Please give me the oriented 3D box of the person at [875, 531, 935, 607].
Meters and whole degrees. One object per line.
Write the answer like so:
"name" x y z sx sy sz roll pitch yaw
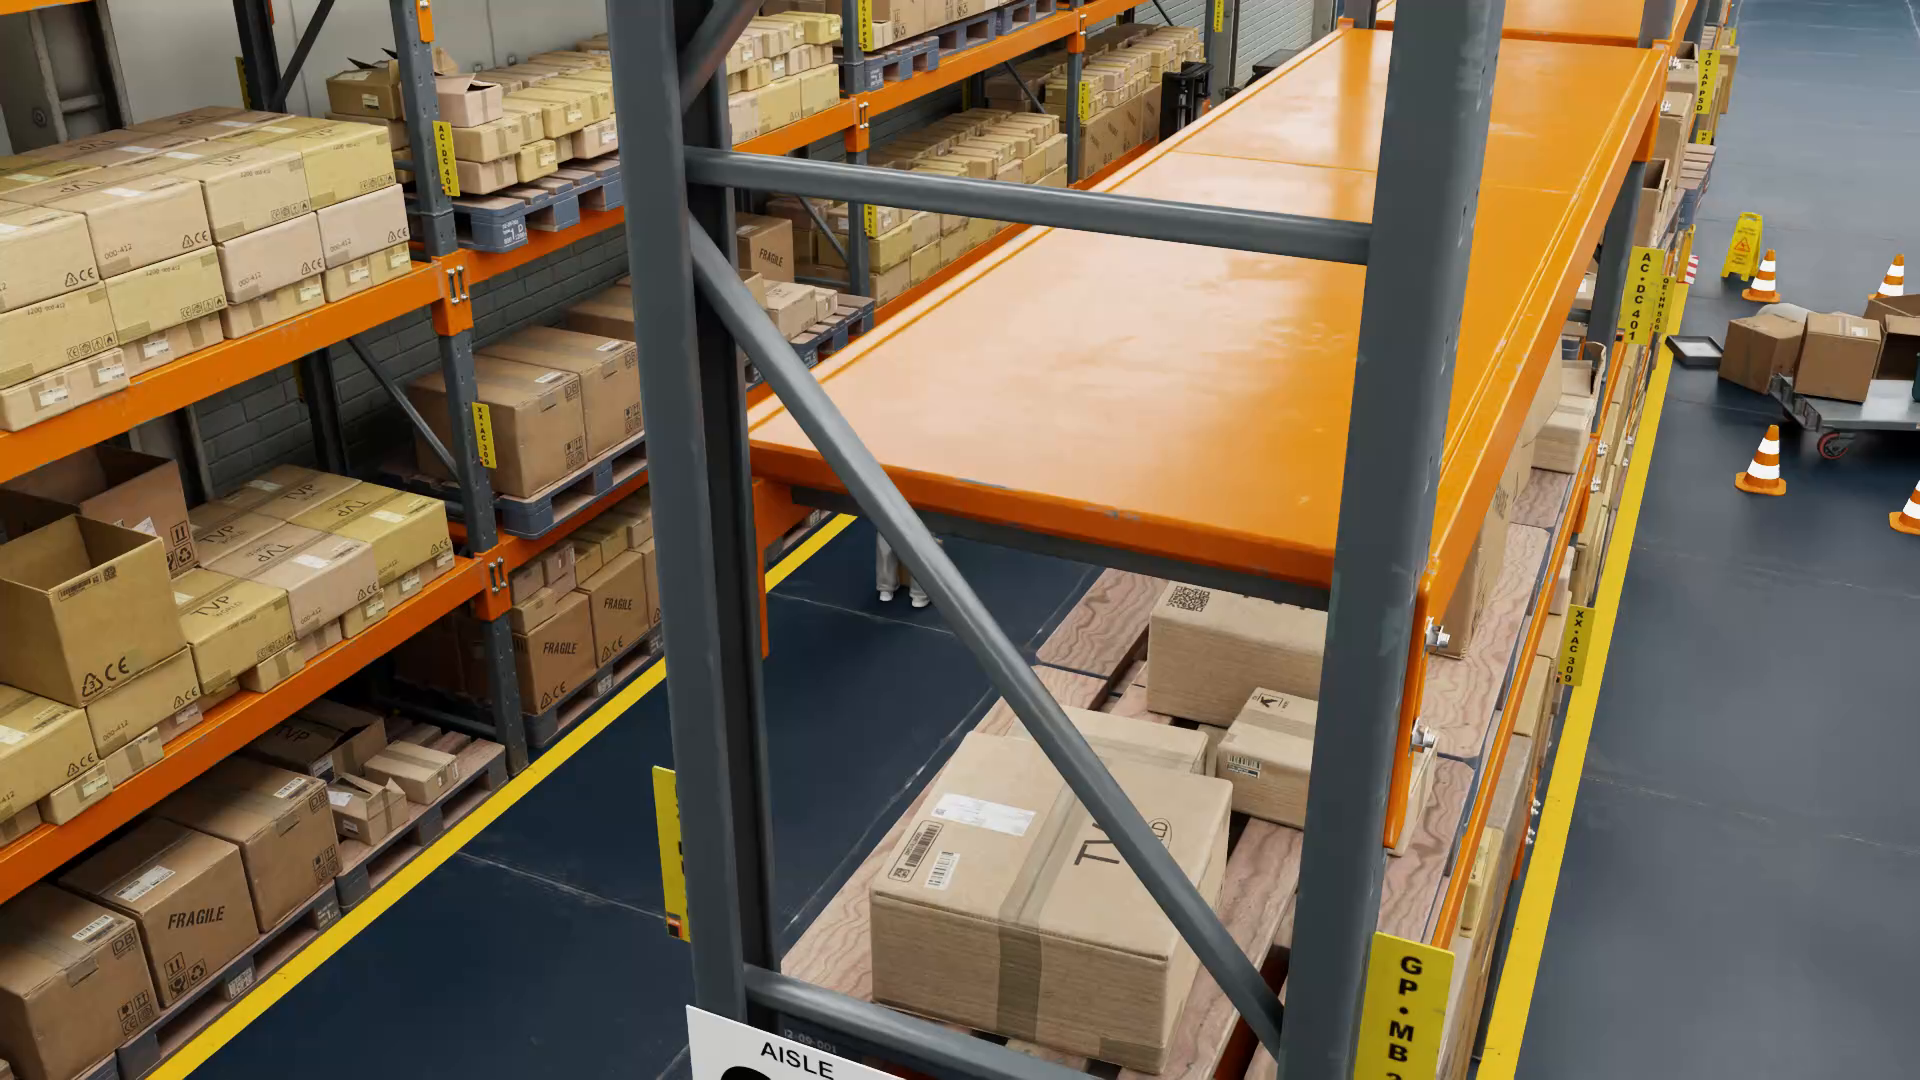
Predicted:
"person" -0.360 -0.393 10.219 0.489 1.673 0.361 10 28 19
